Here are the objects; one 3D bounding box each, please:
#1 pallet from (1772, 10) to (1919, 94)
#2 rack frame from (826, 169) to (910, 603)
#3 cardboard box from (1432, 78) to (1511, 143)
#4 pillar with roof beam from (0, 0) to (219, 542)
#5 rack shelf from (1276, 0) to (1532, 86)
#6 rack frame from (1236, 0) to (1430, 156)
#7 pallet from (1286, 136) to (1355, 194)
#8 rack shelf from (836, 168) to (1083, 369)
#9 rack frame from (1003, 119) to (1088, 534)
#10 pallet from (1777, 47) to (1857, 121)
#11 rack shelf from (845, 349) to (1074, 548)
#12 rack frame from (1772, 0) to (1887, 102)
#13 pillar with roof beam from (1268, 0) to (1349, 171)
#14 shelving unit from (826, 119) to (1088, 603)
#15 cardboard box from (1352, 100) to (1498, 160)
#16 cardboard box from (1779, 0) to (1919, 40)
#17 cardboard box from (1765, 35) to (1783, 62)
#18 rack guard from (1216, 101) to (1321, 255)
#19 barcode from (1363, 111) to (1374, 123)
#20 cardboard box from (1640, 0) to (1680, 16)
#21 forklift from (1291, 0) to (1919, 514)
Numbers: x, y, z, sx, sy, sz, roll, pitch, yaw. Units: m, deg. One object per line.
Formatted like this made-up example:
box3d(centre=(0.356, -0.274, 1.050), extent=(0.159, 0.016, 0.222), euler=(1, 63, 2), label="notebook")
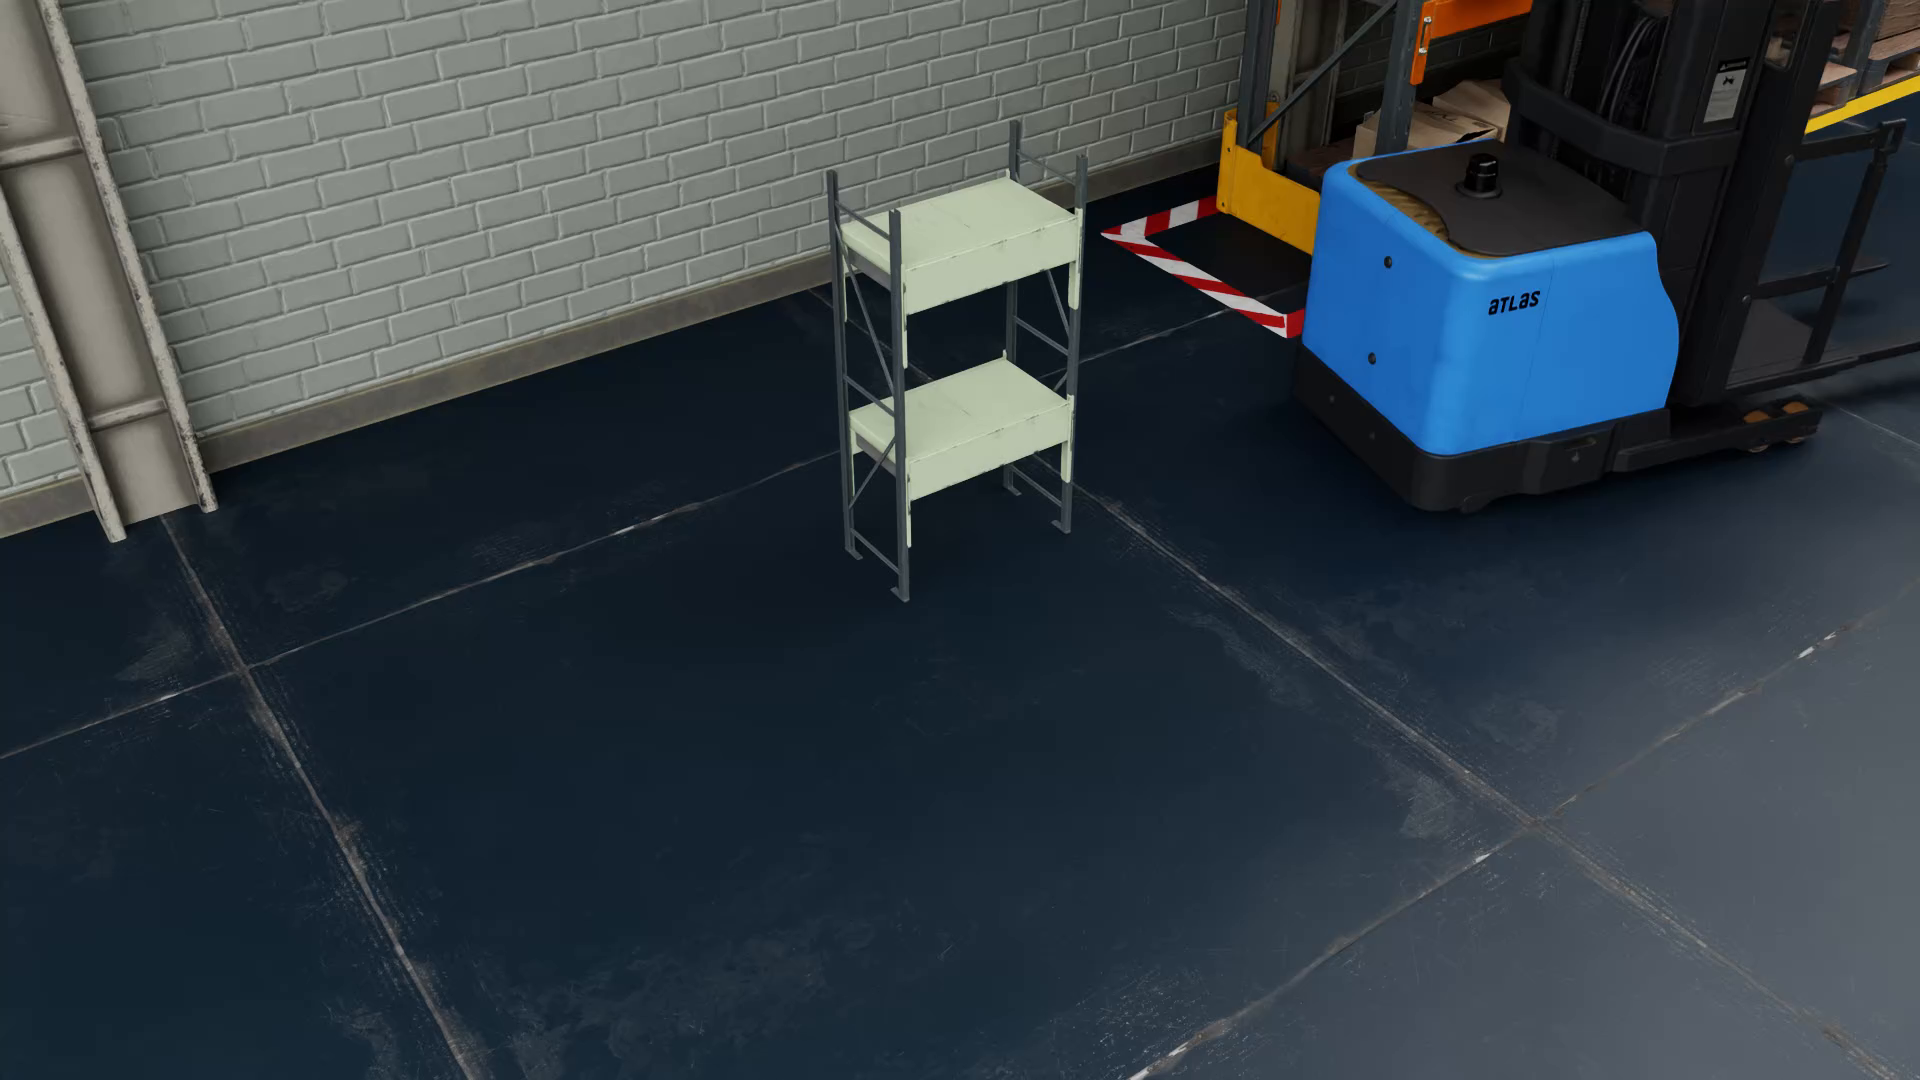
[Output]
box3d(centre=(5.627, -3.192, 10.507), extent=(1.213, 0.211, 1.003), euler=(-22, 41, -28), label="pallet")
box3d(centre=(-0.305, -0.484, 5.638), extent=(0.023, 1.500, 0.400), euler=(-22, 41, -28), label="rack frame")
box3d(centre=(2.805, -2.185, 8.645), extent=(0.500, 0.311, 0.500), euler=(-19, 40, -24), label="cardboard box")
box3d(centre=(-0.629, -1.727, 0.944), extent=(0.400, 9.000, 9.100), euler=(-22, 41, -28), label="pillar with roof beam")
box3d(centre=(3.356, -3.097, 8.603), extent=(4.000, 0.370, 1.077), euler=(-22, 41, -28), label="rack shelf")
box3d(centre=(1.722, -2.716, 7.458), extent=(0.127, 3.000, 1.000), euler=(-22, 41, -28), label="rack frame")
box3d(centre=(2.468, -1.866, 8.664), extent=(1.213, 0.211, 1.003), euler=(-22, 41, -28), label="pallet")
box3d(centre=(-0.005, -0.923, 5.581), extent=(0.720, 0.370, 0.431), euler=(-22, 41, -28), label="rack shelf")
box3d(centre=(0.294, -0.730, 5.980), extent=(0.023, 1.500, 0.400), euler=(-22, 41, -28), label="rack frame")
box3d(centre=(4.463, -2.687, 9.805), extent=(1.213, 0.211, 1.003), euler=(-22, 41, -28), label="pallet")
box3d(centre=(-0.005, -0.342, 5.999), extent=(0.720, 0.370, 0.431), euler=(-22, 41, -28), label="rack shelf")
box3d(centre=(4.991, -4.062, 9.328), extent=(0.127, 3.000, 1.000), euler=(-22, 41, -28), label="rack frame")
box3d(centre=(4.276, -3.745, 3.750), extent=(0.400, 9.000, 9.100), euler=(-22, 41, -28), label="pillar with roof beam")
box3d(centre=(-0.005, -0.607, 5.809), extent=(0.755, 1.500, 0.431), euler=(-22, 41, -28), label="shelving unit")
box3d(centre=(2.339, -1.993, 8.378), extent=(0.500, 0.311, 0.500), euler=(-28, 44, -33), label="cardboard box")
box3d(centre=(5.583, -3.481, 10.285), extent=(0.500, 0.500, 0.700), euler=(-21, 41, -26), label="cardboard box")
box3d(centre=(4.571, -2.896, 9.757), extent=(0.250, 0.166, 0.380), euler=(-28, 44, -33), label="cardboard box")
box3d(centre=(1.784, -1.727, 8.223), extent=(0.348, 0.500, 1.175), euler=(-22, 41, -28), label="rack guard")
box3d(centre=(2.123, -2.194, 8.649), extent=(0.075, 0.075, 0.001), euler=(-22, 41, -28), label="barcode")
box3d(centre=(4.166, -2.857, 9.418), extent=(0.500, 0.500, 0.500), euler=(-26, 43, -31), label="cardboard box")
box3d(centre=(2.965, -1.821, 6.272), extent=(3.031, 2.935, 1.130), euler=(-12, 38, -17), label="forklift")
